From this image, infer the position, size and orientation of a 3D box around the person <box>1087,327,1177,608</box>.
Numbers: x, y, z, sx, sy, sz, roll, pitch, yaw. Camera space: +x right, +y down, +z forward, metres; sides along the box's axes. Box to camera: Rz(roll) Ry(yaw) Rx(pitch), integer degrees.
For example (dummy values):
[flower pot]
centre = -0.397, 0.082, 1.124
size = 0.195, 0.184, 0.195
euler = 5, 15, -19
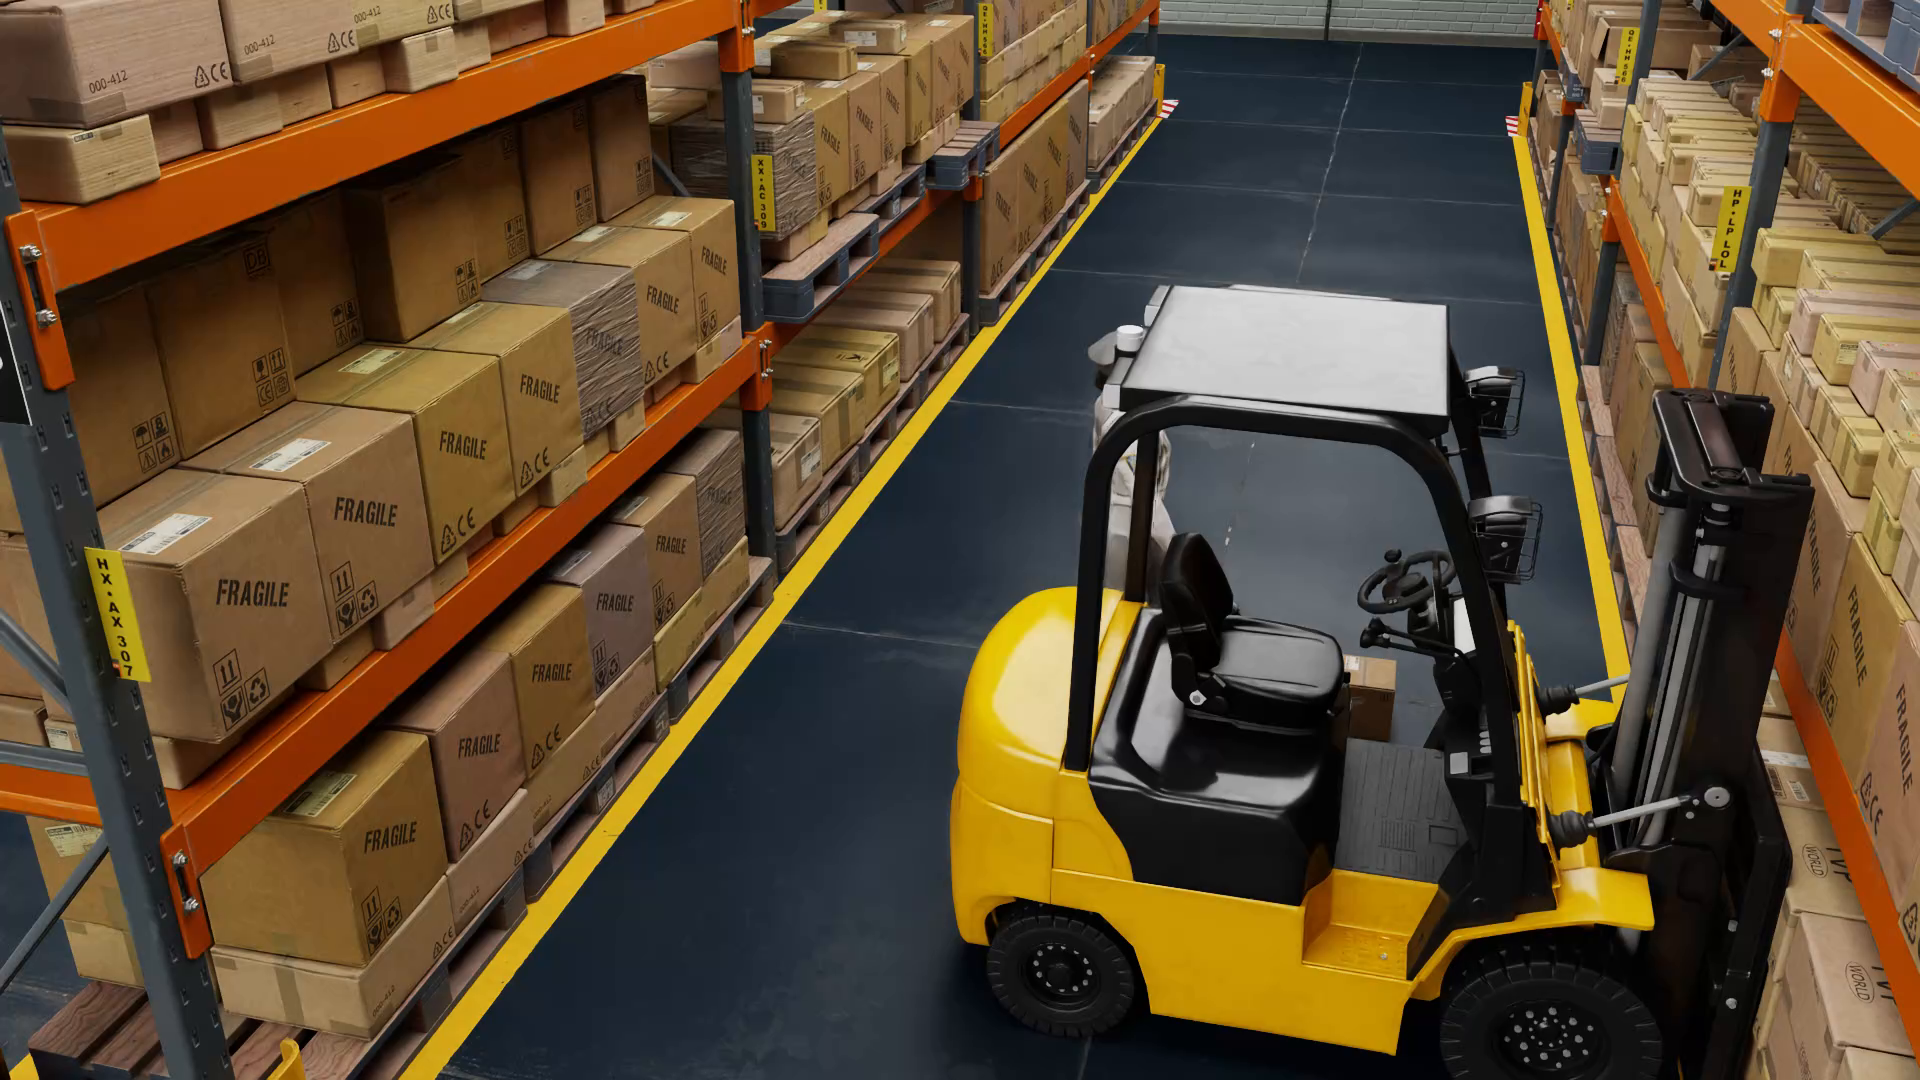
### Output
[person]
centre = 0.726, -0.056, 6.692
size = 0.902, 1.645, 0.505
euler = 0, 25, 1
